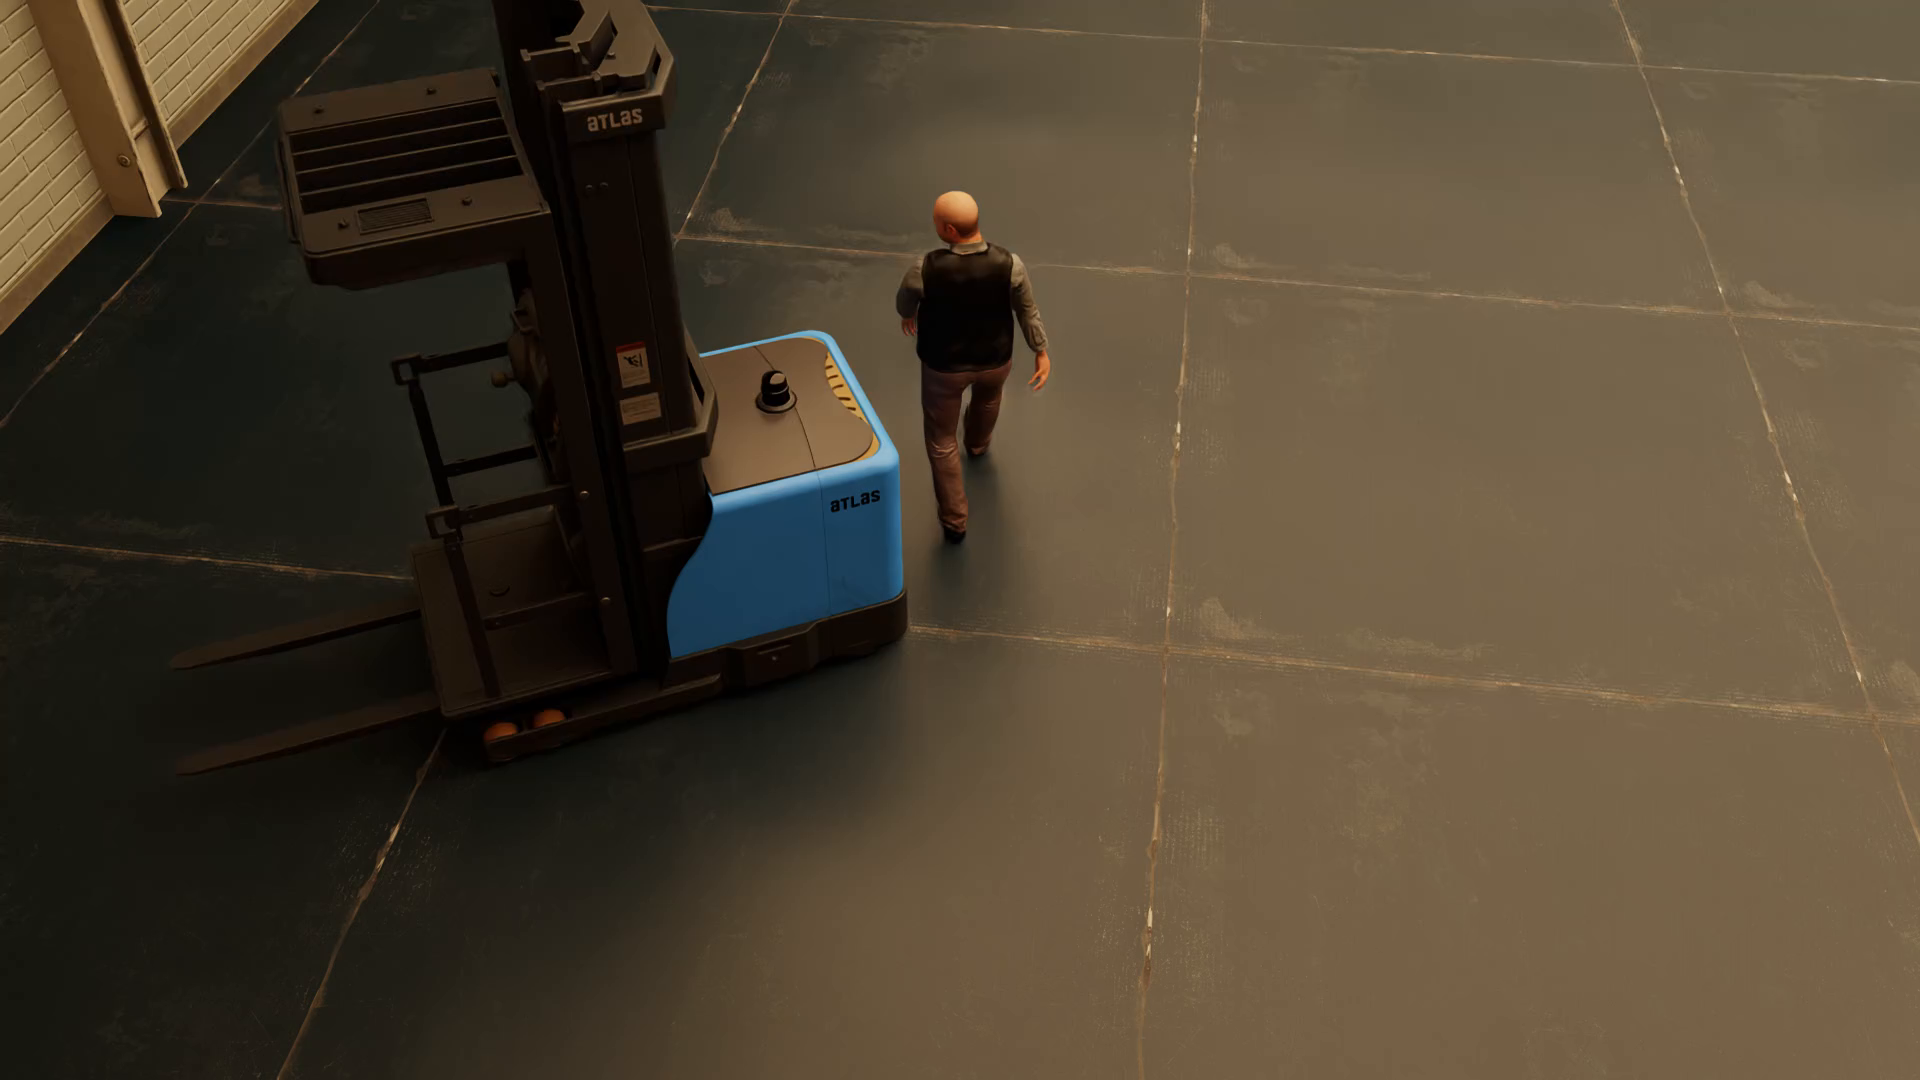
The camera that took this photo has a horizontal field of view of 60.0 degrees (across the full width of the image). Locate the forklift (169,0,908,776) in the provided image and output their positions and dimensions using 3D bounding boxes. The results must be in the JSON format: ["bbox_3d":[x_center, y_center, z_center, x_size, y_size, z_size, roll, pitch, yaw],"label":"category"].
[{"bbox_3d":[-1.803,-0.569,6.344,3.031,2.935,1.130,-15,45,-15],"label":"forklift"}]

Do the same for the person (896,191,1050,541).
[{"bbox_3d":[0.049,-0.899,7.654,0.667,1.674,0.892,-9,43,-10],"label":"person"}]
